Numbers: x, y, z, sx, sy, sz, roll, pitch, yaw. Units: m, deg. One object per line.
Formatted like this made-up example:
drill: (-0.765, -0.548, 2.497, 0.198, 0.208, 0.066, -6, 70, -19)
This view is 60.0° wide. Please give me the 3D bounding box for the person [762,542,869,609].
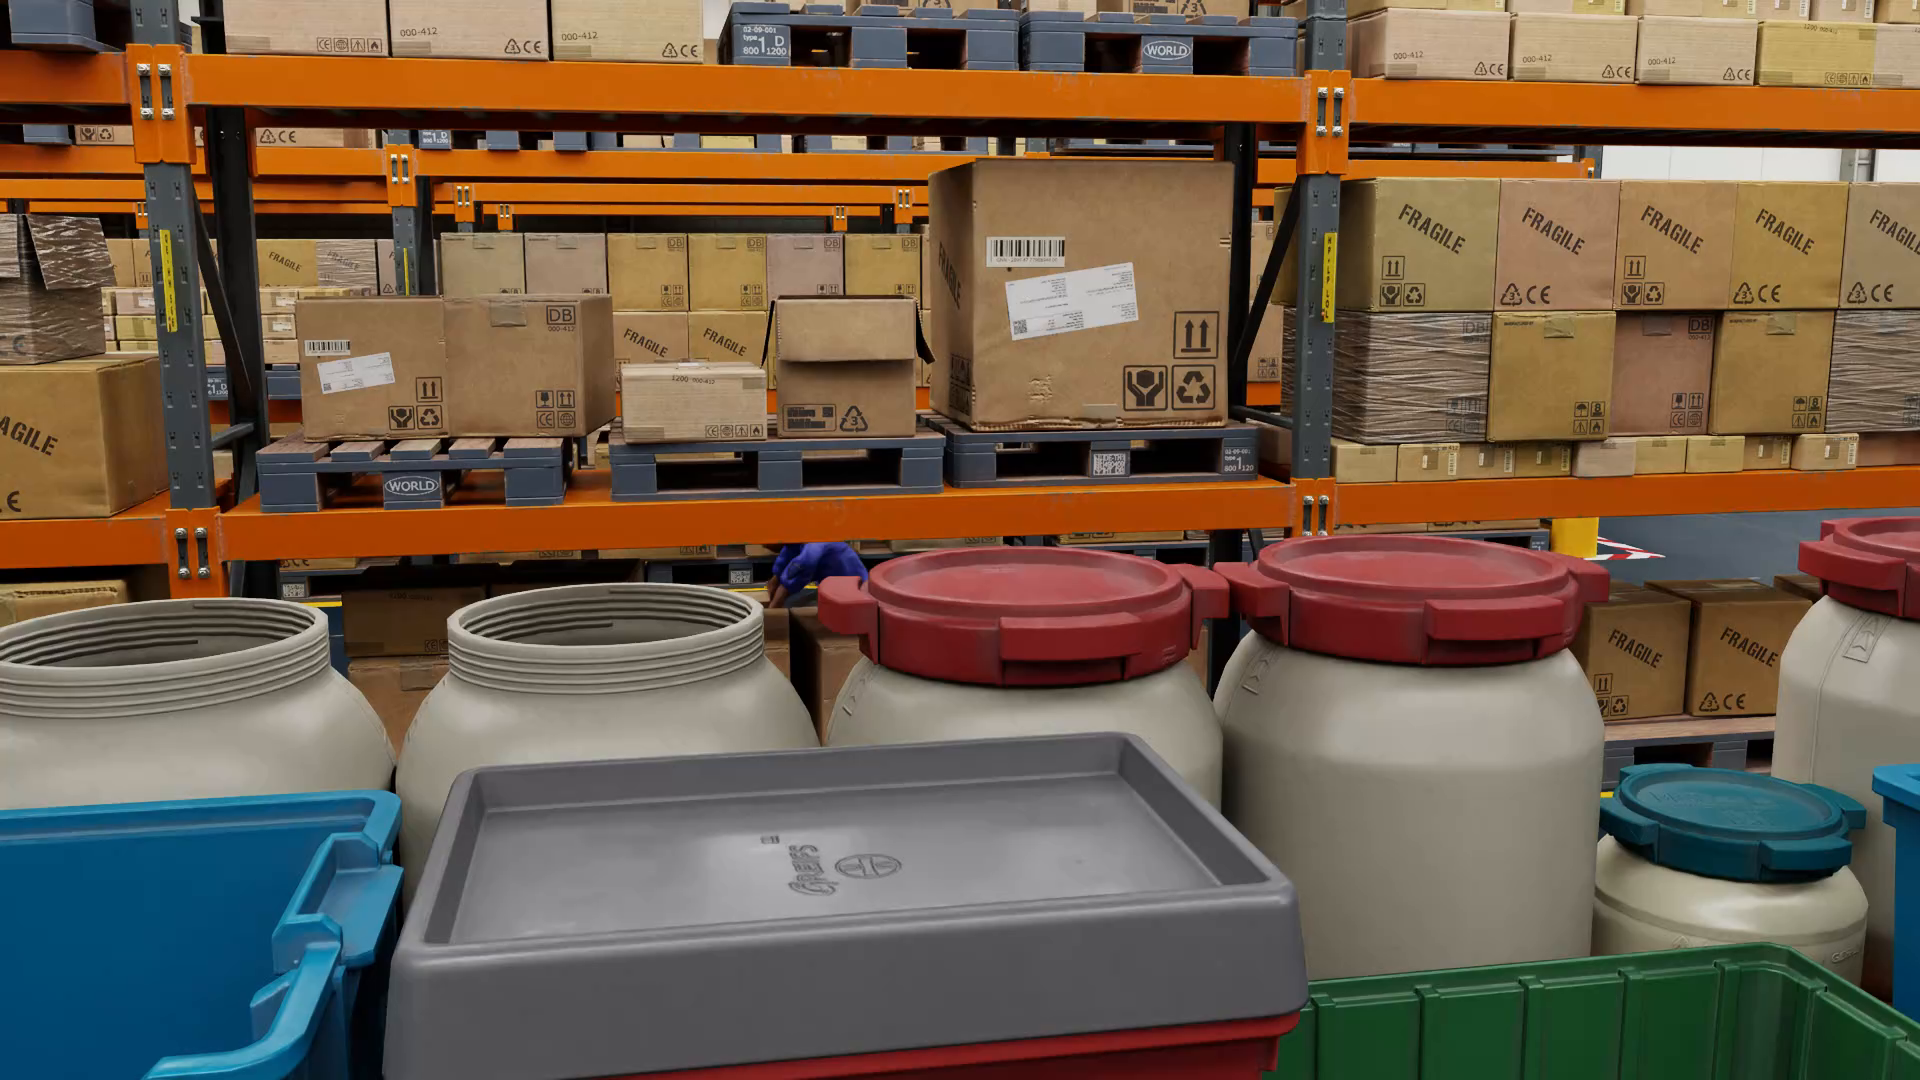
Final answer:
person: (-0.767, 0.267, 8.522, 0.844, 0.942, 0.468, -2, 10, -12)
